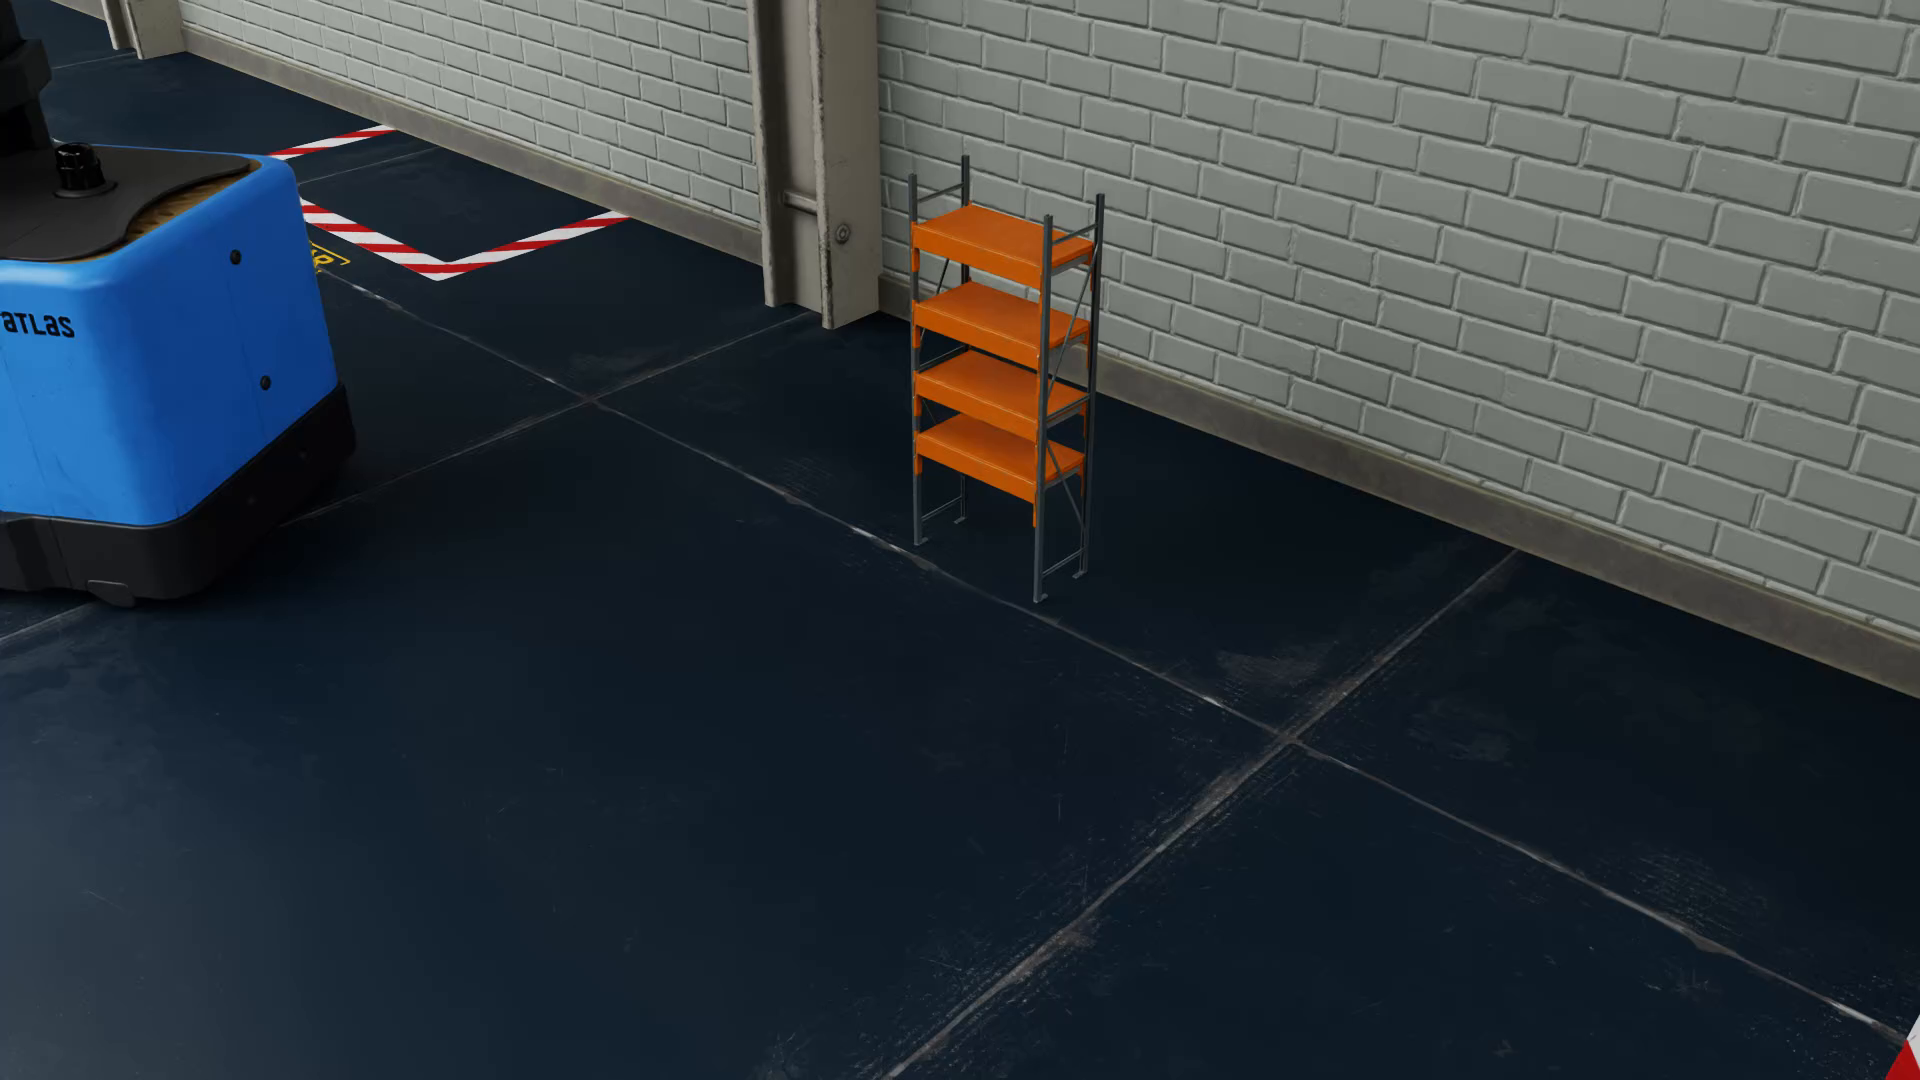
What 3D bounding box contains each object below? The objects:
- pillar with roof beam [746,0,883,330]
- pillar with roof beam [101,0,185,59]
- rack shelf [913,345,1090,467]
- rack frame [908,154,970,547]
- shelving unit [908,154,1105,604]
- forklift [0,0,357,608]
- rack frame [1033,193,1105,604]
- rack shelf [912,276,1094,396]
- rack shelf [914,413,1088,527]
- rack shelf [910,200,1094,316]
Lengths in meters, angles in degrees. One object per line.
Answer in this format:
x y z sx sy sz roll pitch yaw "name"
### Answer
-3.447 -3.175 1.800 0.400 9.000 9.100 25 39 35 "pillar with roof beam"
-7.896 -5.252 5.249 0.400 9.000 9.100 25 39 35 "pillar with roof beam"
0.123 -0.399 4.880 0.480 0.148 0.258 25 39 35 "rack shelf"
-0.058 -0.541 4.986 0.015 1.200 0.240 25 39 35 "rack frame"
0.123 -0.457 4.845 0.503 1.200 0.258 25 39 35 "shelving unit"
-3.610 -1.428 4.780 3.031 2.935 1.130 6 32 10 "forklift"
0.304 -0.372 4.705 0.015 1.200 0.240 25 39 35 "rack frame"
0.123 -0.591 4.765 0.480 0.148 0.258 25 39 35 "rack shelf"
0.123 -0.229 4.982 0.480 0.148 0.258 25 39 35 "rack shelf"
0.123 -0.793 4.643 0.480 0.148 0.258 25 39 35 "rack shelf"
